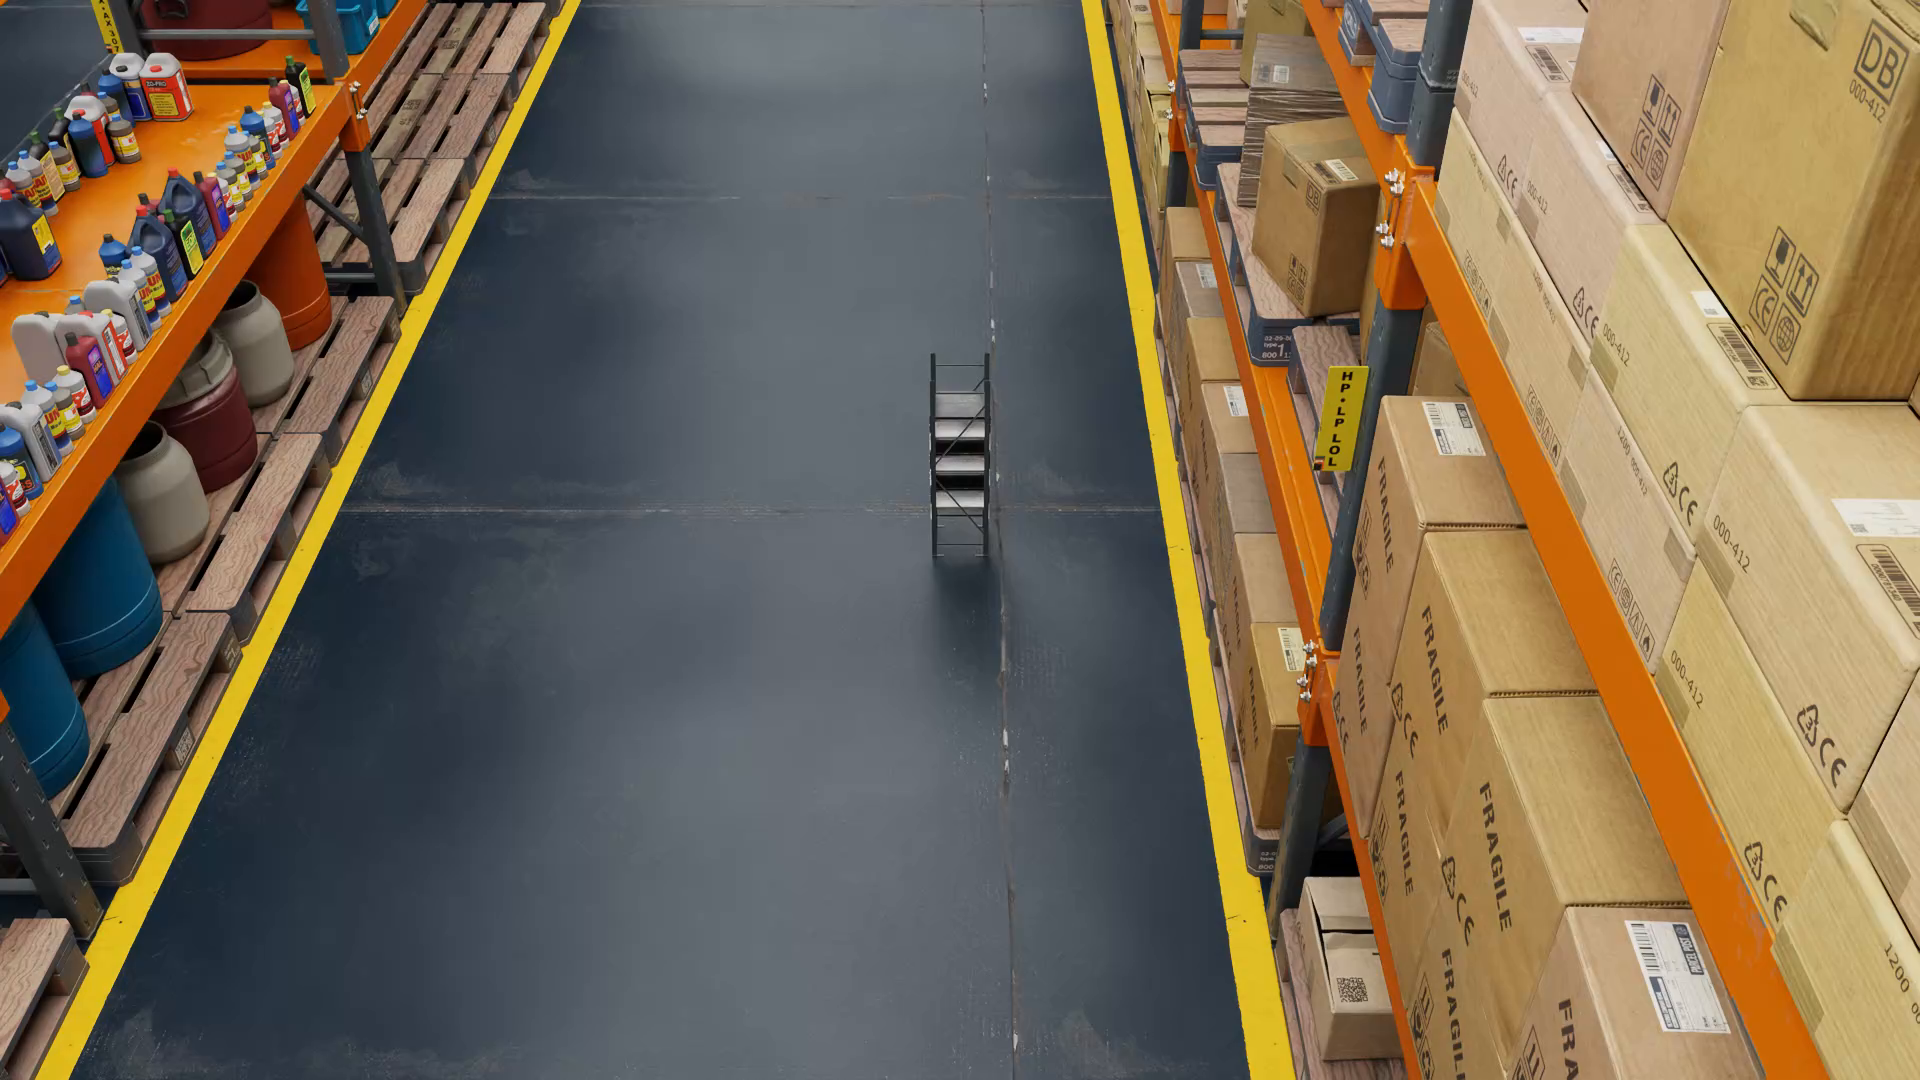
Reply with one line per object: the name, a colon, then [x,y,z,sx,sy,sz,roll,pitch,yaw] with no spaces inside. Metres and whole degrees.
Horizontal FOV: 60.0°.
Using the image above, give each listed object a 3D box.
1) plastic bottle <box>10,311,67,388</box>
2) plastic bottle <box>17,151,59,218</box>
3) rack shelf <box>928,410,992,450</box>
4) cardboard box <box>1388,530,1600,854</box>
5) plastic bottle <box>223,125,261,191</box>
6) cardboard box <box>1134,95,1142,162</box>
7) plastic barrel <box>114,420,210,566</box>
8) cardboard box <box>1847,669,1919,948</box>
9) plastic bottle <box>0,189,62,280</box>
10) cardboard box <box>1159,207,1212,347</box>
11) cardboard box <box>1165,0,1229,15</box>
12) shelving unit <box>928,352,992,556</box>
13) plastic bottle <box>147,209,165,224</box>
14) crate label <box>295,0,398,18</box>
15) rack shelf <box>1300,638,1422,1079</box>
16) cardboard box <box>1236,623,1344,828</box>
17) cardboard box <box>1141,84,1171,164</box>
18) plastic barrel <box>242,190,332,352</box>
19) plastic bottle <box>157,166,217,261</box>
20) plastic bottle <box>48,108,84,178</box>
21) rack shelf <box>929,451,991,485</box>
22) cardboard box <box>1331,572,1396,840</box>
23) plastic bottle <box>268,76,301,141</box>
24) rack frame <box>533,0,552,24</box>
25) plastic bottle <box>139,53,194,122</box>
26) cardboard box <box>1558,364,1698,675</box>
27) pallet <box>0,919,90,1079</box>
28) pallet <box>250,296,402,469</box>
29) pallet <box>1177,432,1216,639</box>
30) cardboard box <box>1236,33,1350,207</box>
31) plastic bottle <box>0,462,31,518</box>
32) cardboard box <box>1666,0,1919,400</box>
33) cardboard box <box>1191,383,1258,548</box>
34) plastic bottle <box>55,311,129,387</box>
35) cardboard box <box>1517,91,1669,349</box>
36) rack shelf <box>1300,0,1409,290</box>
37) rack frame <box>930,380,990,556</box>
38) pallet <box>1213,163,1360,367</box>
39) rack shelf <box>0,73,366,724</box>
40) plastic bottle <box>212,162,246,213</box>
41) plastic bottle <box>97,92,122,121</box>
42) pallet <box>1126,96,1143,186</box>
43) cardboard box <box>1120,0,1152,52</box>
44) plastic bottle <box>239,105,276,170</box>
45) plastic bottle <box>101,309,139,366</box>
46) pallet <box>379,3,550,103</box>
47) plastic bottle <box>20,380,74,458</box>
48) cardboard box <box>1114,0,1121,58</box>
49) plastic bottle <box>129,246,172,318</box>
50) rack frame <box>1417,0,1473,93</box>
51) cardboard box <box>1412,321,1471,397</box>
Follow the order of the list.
plastic bottle: [-3.184,-0.682,5.801,0.152,0.276,0.135,0,39,0]
plastic bottle: [-3.765,-1.452,6.766,0.097,0.271,0.097,0,39,0]
rack shelf: [0.000,-0.461,6.871,0.258,0.077,0.200,0,39,0]
cardboard box: [1.262,0.326,3.566,0.500,0.500,0.500,-1,39,-1]
plastic bottle: [-3.007,-1.600,6.951,0.097,0.271,0.097,0,39,0]
cardboard box: [1.291,-2.421,9.735,0.500,0.250,0.500,1,39,1]
plastic barrel: [-3.307,-0.191,6.743,0.421,0.512,0.421,0,39,0]
cardboard box: [1.293,0.385,1.692,0.500,0.250,0.500,0,39,0]
plastic bottle: [-3.589,-1.190,6.376,0.144,0.351,0.185,0,39,0]
cardboard box: [1.252,-1.276,8.090,0.500,0.500,0.500,2,39,2]
cardboard box: [1.260,-2.828,8.582,0.380,0.149,0.250,0,39,0]
shelving unit: [0.000,-0.346,6.962,0.258,0.900,0.210,0,39,0]
plastic bottle: [-3.048,-1.151,6.381,0.061,0.283,0.133,0,39,0]
crate label: [-3.147,-2.998,8.564,0.502,0.435,0.616,0,39,0]
rack shelf: [1.544,1.669,3.344,1.077,0.370,4.000,0,39,0]
cardboard box: [1.255,0.633,5.709,0.500,0.500,0.500,0,39,0]
cardboard box: [1.283,-2.326,9.169,0.500,0.311,0.500,-1,39,-1]
plastic barrel: [-3.399,-1.374,7.965,0.600,0.830,0.708,0,39,0]
plastic bottle: [-3.029,-1.277,6.484,0.144,0.351,0.185,0,39,0]
plastic bottle: [-3.784,-1.673,7.033,0.061,0.283,0.133,0,39,0]
rack shelf: [0.000,-0.320,6.983,0.258,0.077,0.200,0,39,0]
cardboard box: [1.270,0.417,4.251,0.500,0.500,0.500,1,39,1]
plastic bottle: [-2.989,-1.920,7.341,0.061,0.283,0.133,0,39,0]
rack frame: [-3.421,-4.864,10.921,1.000,3.000,0.127,0,39,0]
plastic bottle: [-3.587,-2.044,7.501,0.152,0.276,0.135,0,39,0]
cardboard box: [1.290,-0.045,2.629,0.500,0.250,0.500,0,39,0]
pallet: [-3.372,1.686,4.977,1.003,0.211,1.213,0,39,0]
pallet: [-3.374,-0.782,8.057,1.003,0.211,1.213,0,39,0]
pallet: [1.499,-0.048,7.141,1.003,0.211,1.213,0,39,0]
cardboard box: [1.461,-1.601,6.434,0.700,0.500,0.500,7,39,8]
plastic bottle: [-3.004,-0.169,5.221,0.097,0.201,0.097,0,39,0]
cardboard box: [1.446,-0.533,2.238,0.700,0.500,0.500,0,39,0]
cardboard box: [1.259,-0.308,6.883,0.500,0.500,0.500,-1,39,-2]
plastic bottle: [-3.032,-0.682,5.801,0.152,0.276,0.135,0,39,0]
cardboard box: [1.296,-0.553,2.863,0.500,0.250,0.500,0,39,0]
rack shelf: [1.539,-2.003,5.528,1.077,0.370,4.000,0,39,0]
rack frame: [0.000,-0.282,6.883,0.240,0.900,0.006,0,39,0]
pallet: [1.544,-1.073,6.344,1.003,0.211,1.213,0,39,0]
rack shelf: [-3.414,-0.831,6.464,1.077,0.370,4.000,0,39,0]
plastic bottle: [-3.006,-1.451,6.821,0.097,0.201,0.097,0,39,0]
plastic bottle: [-3.766,-1.881,7.358,0.097,0.201,0.097,0,39,0]
pallet: [1.577,-2.552,10.265,1.003,0.211,1.213,0,39,0]
cardboard box: [1.281,-3.280,10.359,0.500,0.311,0.500,-1,39,-2]
plastic bottle: [-3.007,-1.722,7.103,0.097,0.271,0.097,0,39,0]
plastic bottle: [-3.005,-0.725,5.915,0.097,0.201,0.097,0,39,0]
pallet: [-3.381,-3.285,11.181,1.003,0.211,1.213,0,39,0]
plastic bottle: [-3.004,-0.402,5.456,0.097,0.271,0.097,0,39,0]
cardboard box: [1.284,-3.384,10.937,0.500,0.250,0.500,1,39,1]
plastic bottle: [-3.005,-0.959,6.150,0.097,0.271,0.097,0,39,0]
rack frame: [1.542,-2.204,2.804,1.000,3.000,0.127,0,39,0]
cardboard box: [1.765,-0.362,4.887,0.700,0.500,0.500,-13,40,-15]
